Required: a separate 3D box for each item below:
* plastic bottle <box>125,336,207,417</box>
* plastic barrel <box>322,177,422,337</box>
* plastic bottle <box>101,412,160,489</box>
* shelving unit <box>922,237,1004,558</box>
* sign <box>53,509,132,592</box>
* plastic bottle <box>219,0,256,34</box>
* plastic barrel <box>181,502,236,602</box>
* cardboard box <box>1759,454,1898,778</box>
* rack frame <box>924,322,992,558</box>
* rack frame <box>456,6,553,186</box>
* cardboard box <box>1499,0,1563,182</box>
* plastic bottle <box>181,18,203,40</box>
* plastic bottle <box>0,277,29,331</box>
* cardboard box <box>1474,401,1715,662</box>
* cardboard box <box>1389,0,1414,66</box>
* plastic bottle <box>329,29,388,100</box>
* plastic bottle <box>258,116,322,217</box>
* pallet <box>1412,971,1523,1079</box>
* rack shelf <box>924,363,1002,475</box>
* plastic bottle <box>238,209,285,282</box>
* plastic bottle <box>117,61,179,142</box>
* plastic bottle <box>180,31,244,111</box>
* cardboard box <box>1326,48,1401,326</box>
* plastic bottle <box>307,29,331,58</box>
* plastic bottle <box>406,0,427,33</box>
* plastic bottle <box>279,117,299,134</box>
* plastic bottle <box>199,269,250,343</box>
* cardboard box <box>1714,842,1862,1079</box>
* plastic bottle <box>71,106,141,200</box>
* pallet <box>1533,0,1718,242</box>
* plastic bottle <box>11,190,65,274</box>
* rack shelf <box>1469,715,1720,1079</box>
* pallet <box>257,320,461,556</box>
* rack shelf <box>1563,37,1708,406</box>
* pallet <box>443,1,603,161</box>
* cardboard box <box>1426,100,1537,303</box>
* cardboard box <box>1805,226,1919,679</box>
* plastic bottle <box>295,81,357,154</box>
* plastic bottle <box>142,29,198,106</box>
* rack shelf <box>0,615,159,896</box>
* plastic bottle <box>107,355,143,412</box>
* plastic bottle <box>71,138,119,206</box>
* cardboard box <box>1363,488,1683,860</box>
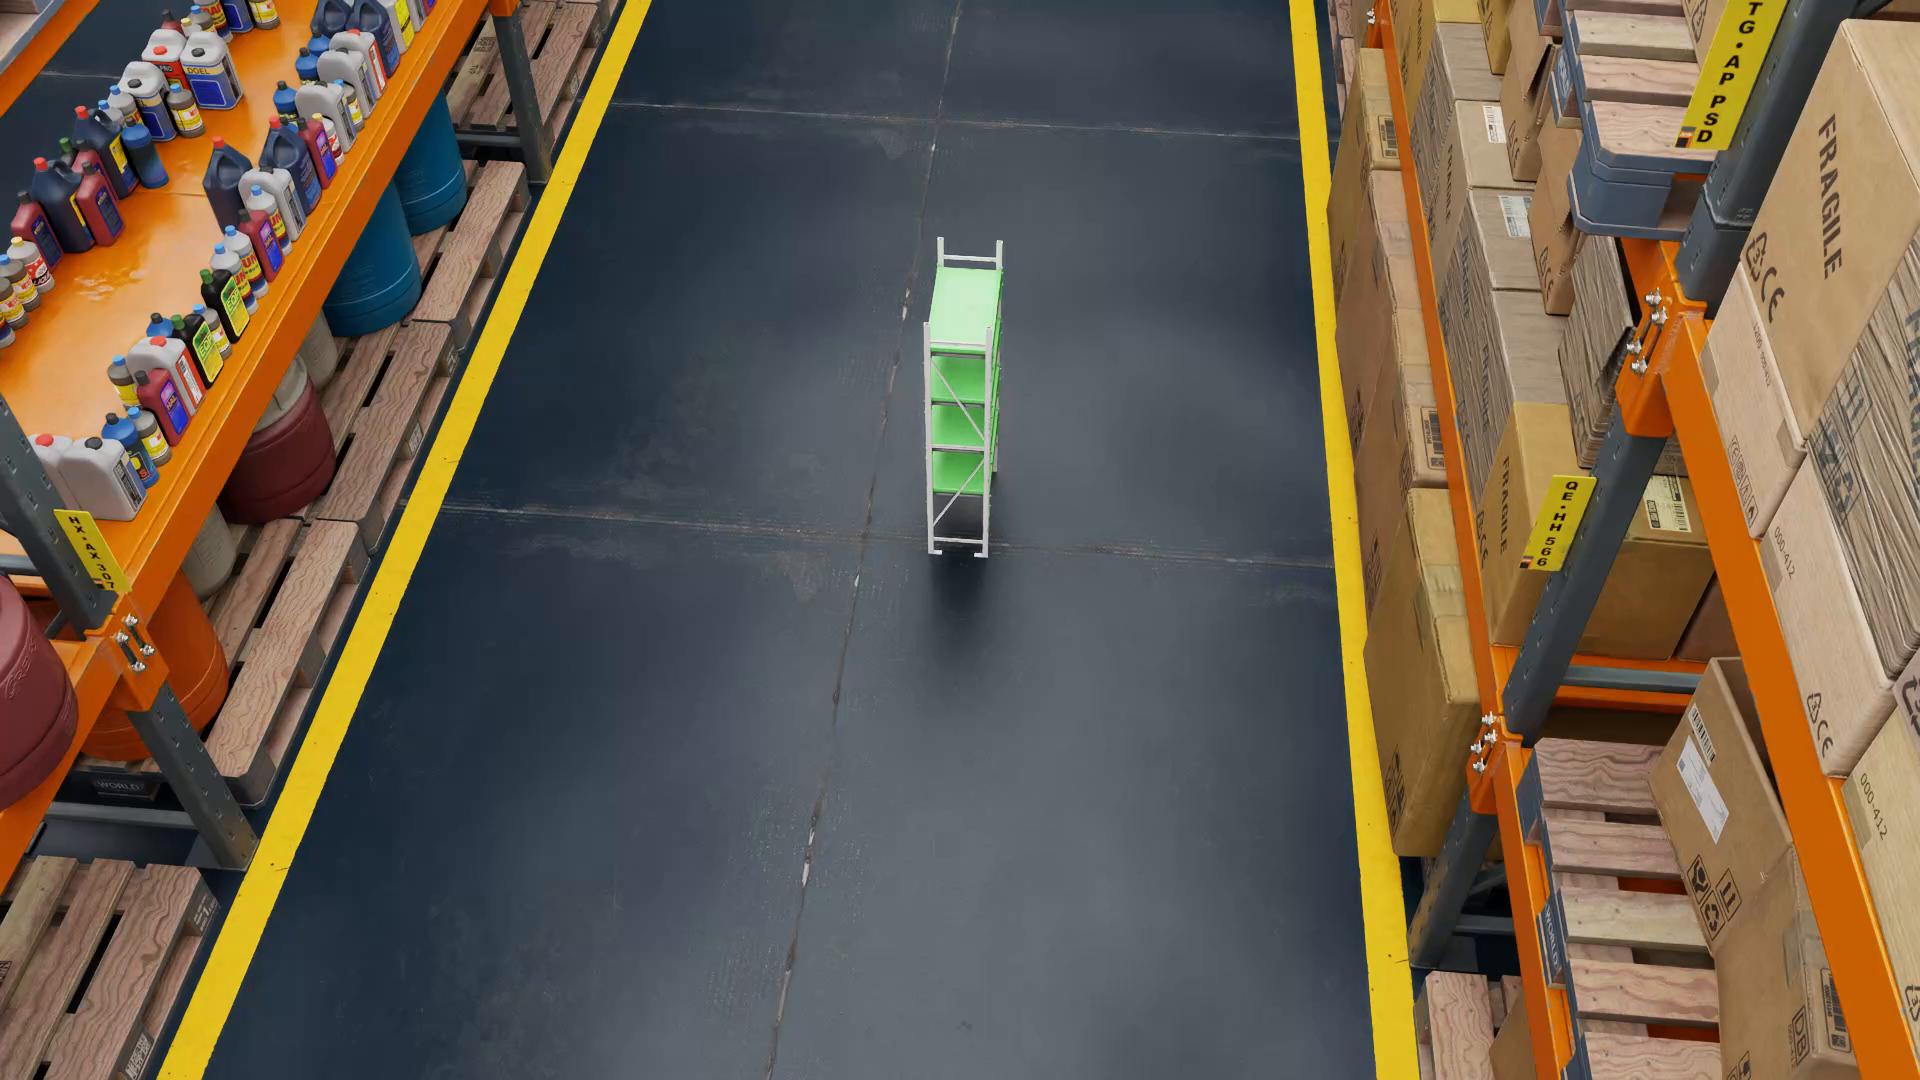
[{"bbox_3d":[-2.543,-0.539,5.320,0.152,0.276,0.135,4,48,4],"label":"plastic bottle"},{"bbox_3d":[-2.713,-1.399,7.160,0.600,0.901,0.708,4,48,4],"label":"plastic barrel"},{"bbox_3d":[-2.548,-0.281,5.087,0.097,0.271,0.097,0,48,0],"label":"plastic bottle"},{"bbox_3d":[0.015,-0.527,6.444,0.258,1.200,0.503,4,48,4],"label":"shelving unit"},{"bbox_3d":[-2.398,0.032,4.603,0.100,0.325,0.005,4,48,4],"label":"sign"},{"bbox_3d":[-3.037,-2.259,6.893,0.152,0.276,0.135,4,48,4],"label":"plastic bottle"},{"bbox_3d":[-2.957,-0.028,6.171,0.421,0.512,0.421,0,48,0],"label":"plastic barrel"},{"bbox_3d":[1.642,0.132,2.691,0.500,0.250,0.500,5,48,4],"label":"cardboard box"},{"bbox_3d":[-0.007,-0.347,6.280,0.240,1.200,0.015,4,48,4],"label":"rack frame"},{"bbox_3d":[-2.582,-2.884,7.381,1.000,3.000,0.127,4,48,4],"label":"rack frame"},{"bbox_3d":[2.185,-1.492,5.360,0.797,0.503,0.637,5,48,5],"label":"cardboard box"},{"bbox_3d":[-3.093,-2.007,6.714,0.097,0.201,0.097,0,48,0],"label":"plastic bottle"},{"bbox_3d":[-3.241,-0.814,5.623,0.097,0.201,0.097,0,48,0],"label":"plastic bottle"},{"bbox_3d":[1.784,-0.025,4.698,0.500,0.500,0.500,5,48,5],"label":"cardboard box"},{"bbox_3d":[2.059,-2.264,6.746,0.500,0.500,0.500,4,48,4],"label":"cardboard box"},{"bbox_3d":[-2.376,-1.892,6.558,0.152,0.276,0.135,4,48,4],"label":"plastic bottle"},{"bbox_3d":[-2.441,-1.361,6.021,0.144,0.351,0.185,4,48,4],"label":"plastic bottle"},{"bbox_3d":[1.913,1.904,4.892,1.003,0.211,1.213,4,48,4],"label":"pallet"},{"bbox_3d":[0.015,-0.483,6.492,0.258,0.148,0.480,4,48,4],"label":"rack shelf"},{"bbox_3d":[-2.435,-1.048,5.780,0.061,0.283,0.133,4,48,4],"label":"plastic bottle"},{"bbox_3d":[-3.109,-1.677,6.361,0.152,0.276,0.135,4,48,4],"label":"plastic bottle"},{"bbox_3d":[-2.937,-1.837,6.507,0.152,0.276,0.135,4,48,4],"label":"plastic bottle"},{"bbox_3d":[2.312,-1.504,7.274,1.225,0.875,0.875,4,48,4],"label":"cardboard box"},{"bbox_3d":[-2.501,-1.885,6.554,0.097,0.271,0.097,0,48,0],"label":"plastic bottle"},{"bbox_3d":[-2.330,-2.262,6.896,0.152,0.276,0.135,4,48,4],"label":"plastic bottle"},{"bbox_3d":[-2.465,-1.440,6.147,0.097,0.271,0.097,0,48,0],"label":"plastic bottle"},{"bbox_3d":[-2.465,-0.807,5.560,0.061,0.283,0.133,4,48,4],"label":"plastic bottle"},{"bbox_3d":[2.025,1.029,3.449,0.700,0.500,0.500,10,48,9],"label":"cardboard box"},{"bbox_3d":[-3.146,-1.442,6.095,0.144,0.351,0.185,4,48,4],"label":"plastic bottle"},{"bbox_3d":[1.991,-1.037,3.787,1.213,0.211,1.003,6,48,5],"label":"pallet"},{"bbox_3d":[-3.231,-1.071,5.802,0.061,0.283,0.133,4,48,4],"label":"plastic bottle"},{"bbox_3d":[1.803,2.101,3.309,1.077,0.370,4.000,4,48,4],"label":"rack shelf"},{"bbox_3d":[-2.803,-0.480,7.072,1.003,0.211,1.213,4,48,4],"label":"pallet"},{"bbox_3d":[2.168,-1.851,4.891,1.077,0.370,4.000,4,48,4],"label":"rack shelf"},{"bbox_3d":[-2.554,-2.486,8.907,1.003,0.211,1.213,4,48,4],"label":"pallet"},{"bbox_3d":[1.926,-1.146,5.724,0.500,0.500,0.500,5,48,4],"label":"cardboard box"},{"bbox_3d":[1.637,-0.126,2.419,0.500,0.500,0.500,4,48,4],"label":"cardboard box"},{"bbox_3d":[-2.409,-1.623,6.311,0.152,0.276,0.135,4,48,4],"label":"plastic bottle"},{"bbox_3d":[-3.088,-1.847,6.517,0.152,0.276,0.135,4,48,4],"label":"plastic bottle"},{"bbox_3d":[-3.129,1.768,3.614,1.077,0.370,4.000,4,48,4],"label":"rack shelf"},{"bbox_3d":[-2.669,-0.509,5.343,0.097,0.201,0.097,0,48,0],"label":"plastic bottle"},{"bbox_3d":[-3.141,-1.301,6.012,0.061,0.283,0.133,4,48,4],"label":"plastic bottle"},{"bbox_3d":[2.069,0.458,5.480,1.225,0.875,0.875,2,48,2],"label":"cardboard box"}]
